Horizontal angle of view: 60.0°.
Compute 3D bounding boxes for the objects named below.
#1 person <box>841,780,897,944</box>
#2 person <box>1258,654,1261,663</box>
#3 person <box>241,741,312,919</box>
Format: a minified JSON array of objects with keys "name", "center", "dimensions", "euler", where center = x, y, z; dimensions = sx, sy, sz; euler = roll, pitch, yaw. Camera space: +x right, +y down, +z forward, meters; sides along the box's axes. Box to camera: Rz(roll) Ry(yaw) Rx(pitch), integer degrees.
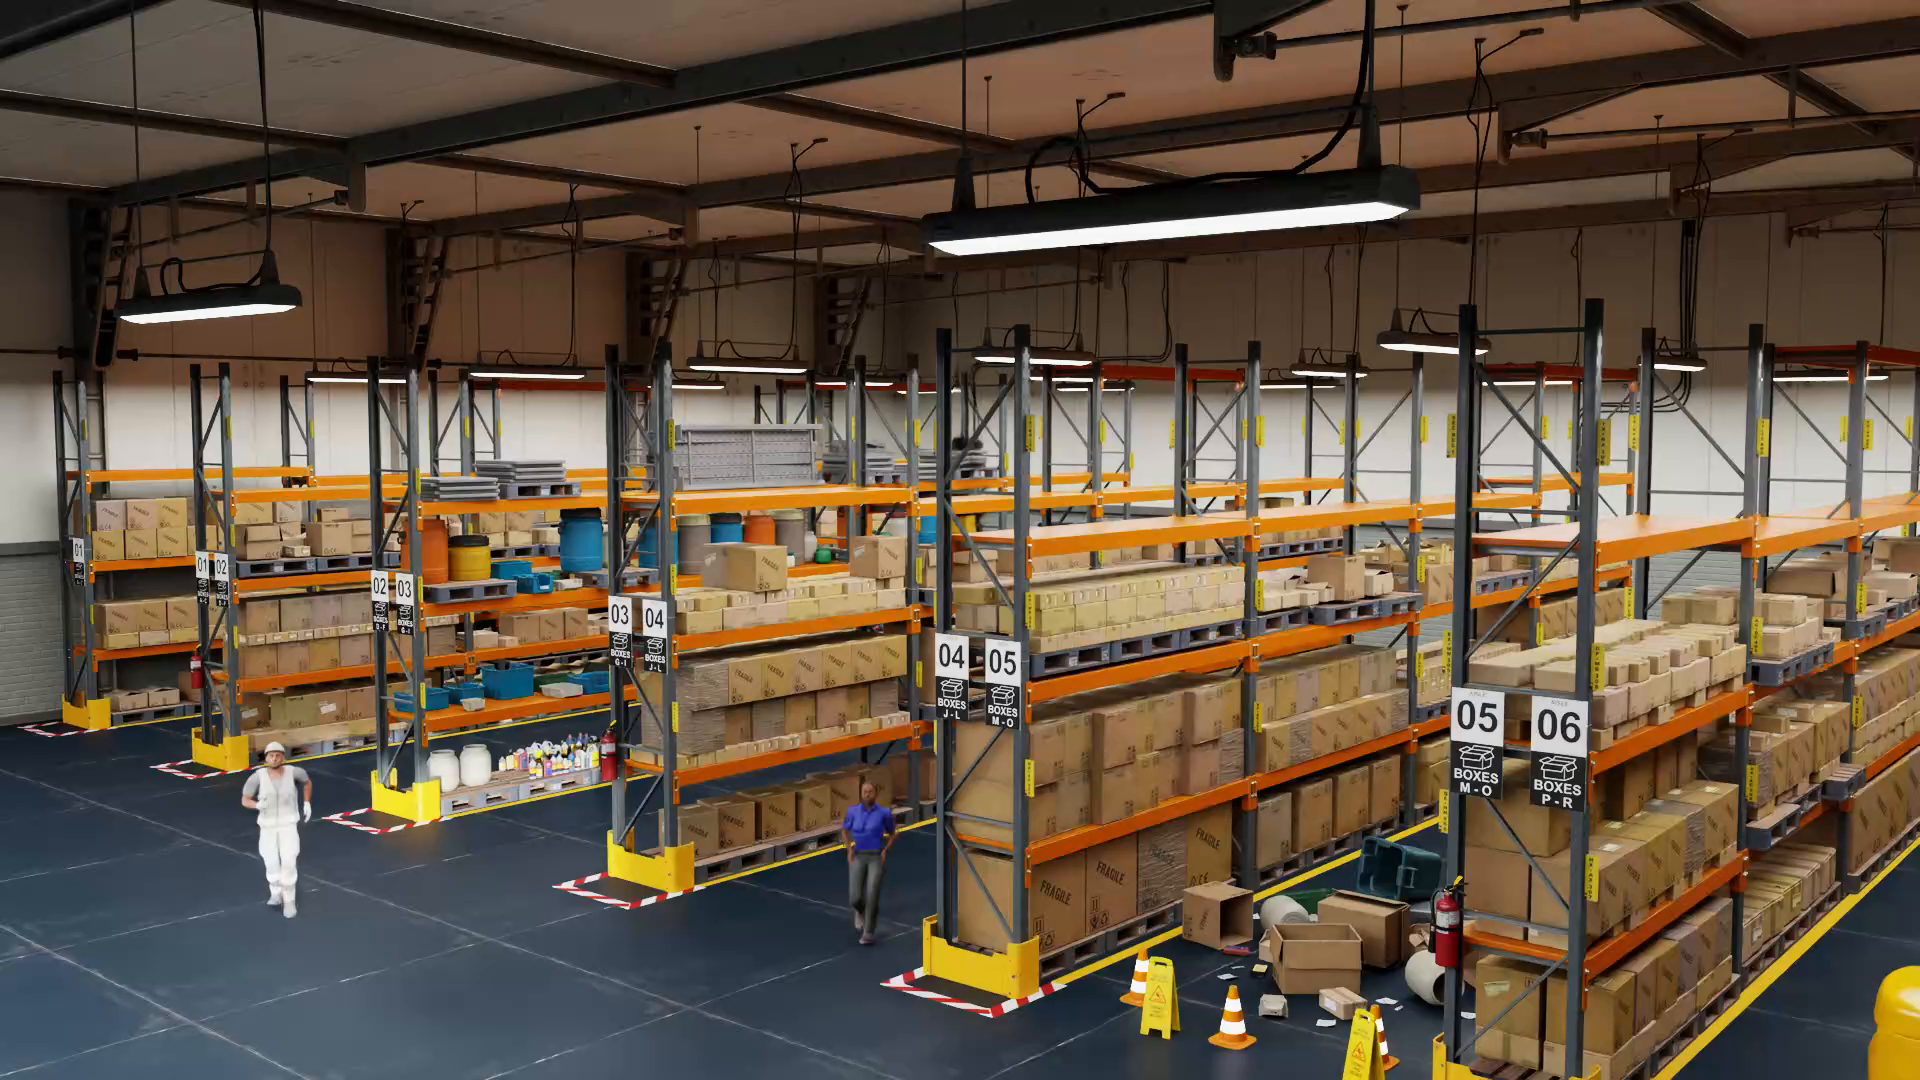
[{"name":"person","center":[-0.903,3.172,16.452],"dimensions":[0.555,1.609,0.549],"euler":[0,4,2]},{"name":"person","center":[4.521,2.507,25.497],"dimensions":[0.613,1.660,0.705],"euler":[4,6,43]},{"name":"person","center":[-7.132,3.019,17.368],"dimensions":[0.665,1.851,0.776],"euler":[-1,4,-18]}]
